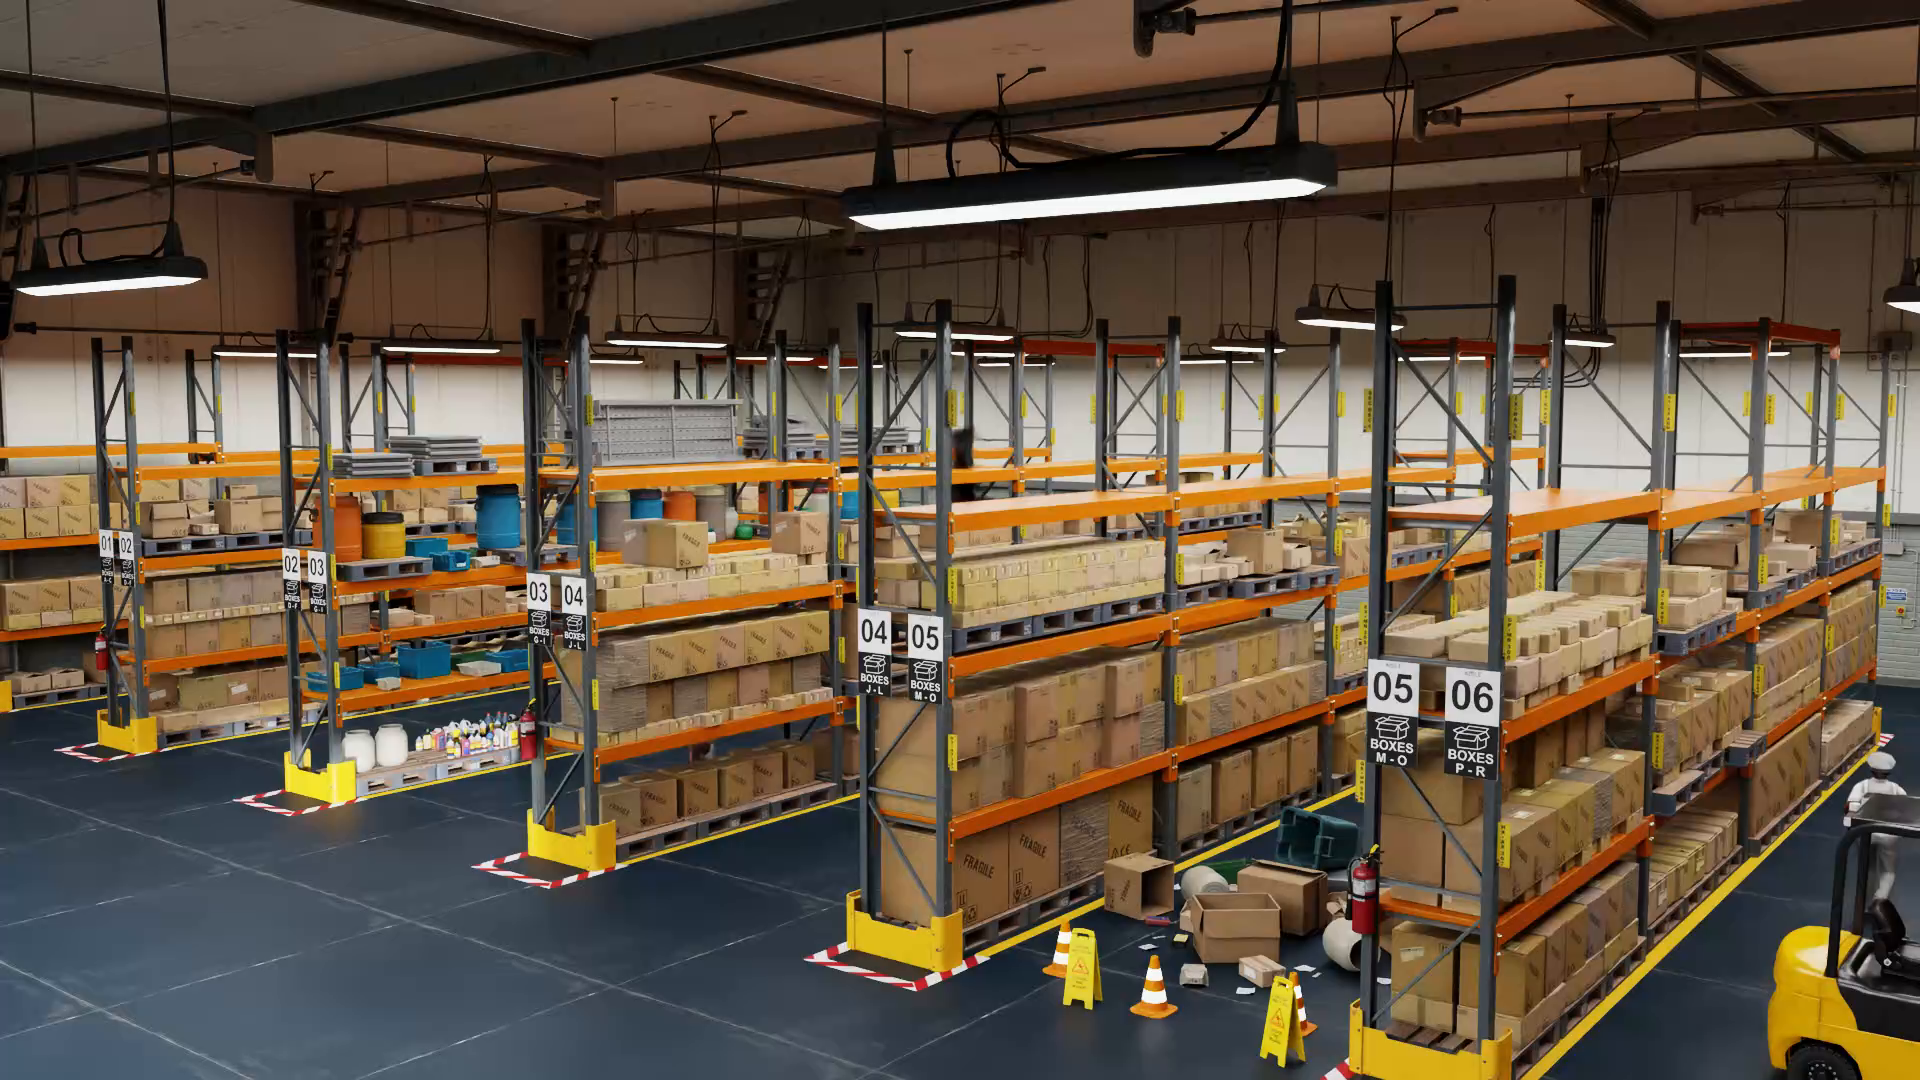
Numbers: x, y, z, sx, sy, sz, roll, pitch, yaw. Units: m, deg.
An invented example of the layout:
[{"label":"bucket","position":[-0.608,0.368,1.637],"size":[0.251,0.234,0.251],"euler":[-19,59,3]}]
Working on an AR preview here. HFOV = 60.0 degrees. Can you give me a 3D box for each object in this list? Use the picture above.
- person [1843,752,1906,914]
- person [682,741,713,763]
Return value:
[{"label":"person","position":[8.987,2.904,16.297],"size":[0.575,1.666,0.866],"euler":[3,6,34]},{"label":"person","position":[-3.570,2.399,22.708],"size":[0.581,1.613,0.558],"euler":[3,6,29]}]
